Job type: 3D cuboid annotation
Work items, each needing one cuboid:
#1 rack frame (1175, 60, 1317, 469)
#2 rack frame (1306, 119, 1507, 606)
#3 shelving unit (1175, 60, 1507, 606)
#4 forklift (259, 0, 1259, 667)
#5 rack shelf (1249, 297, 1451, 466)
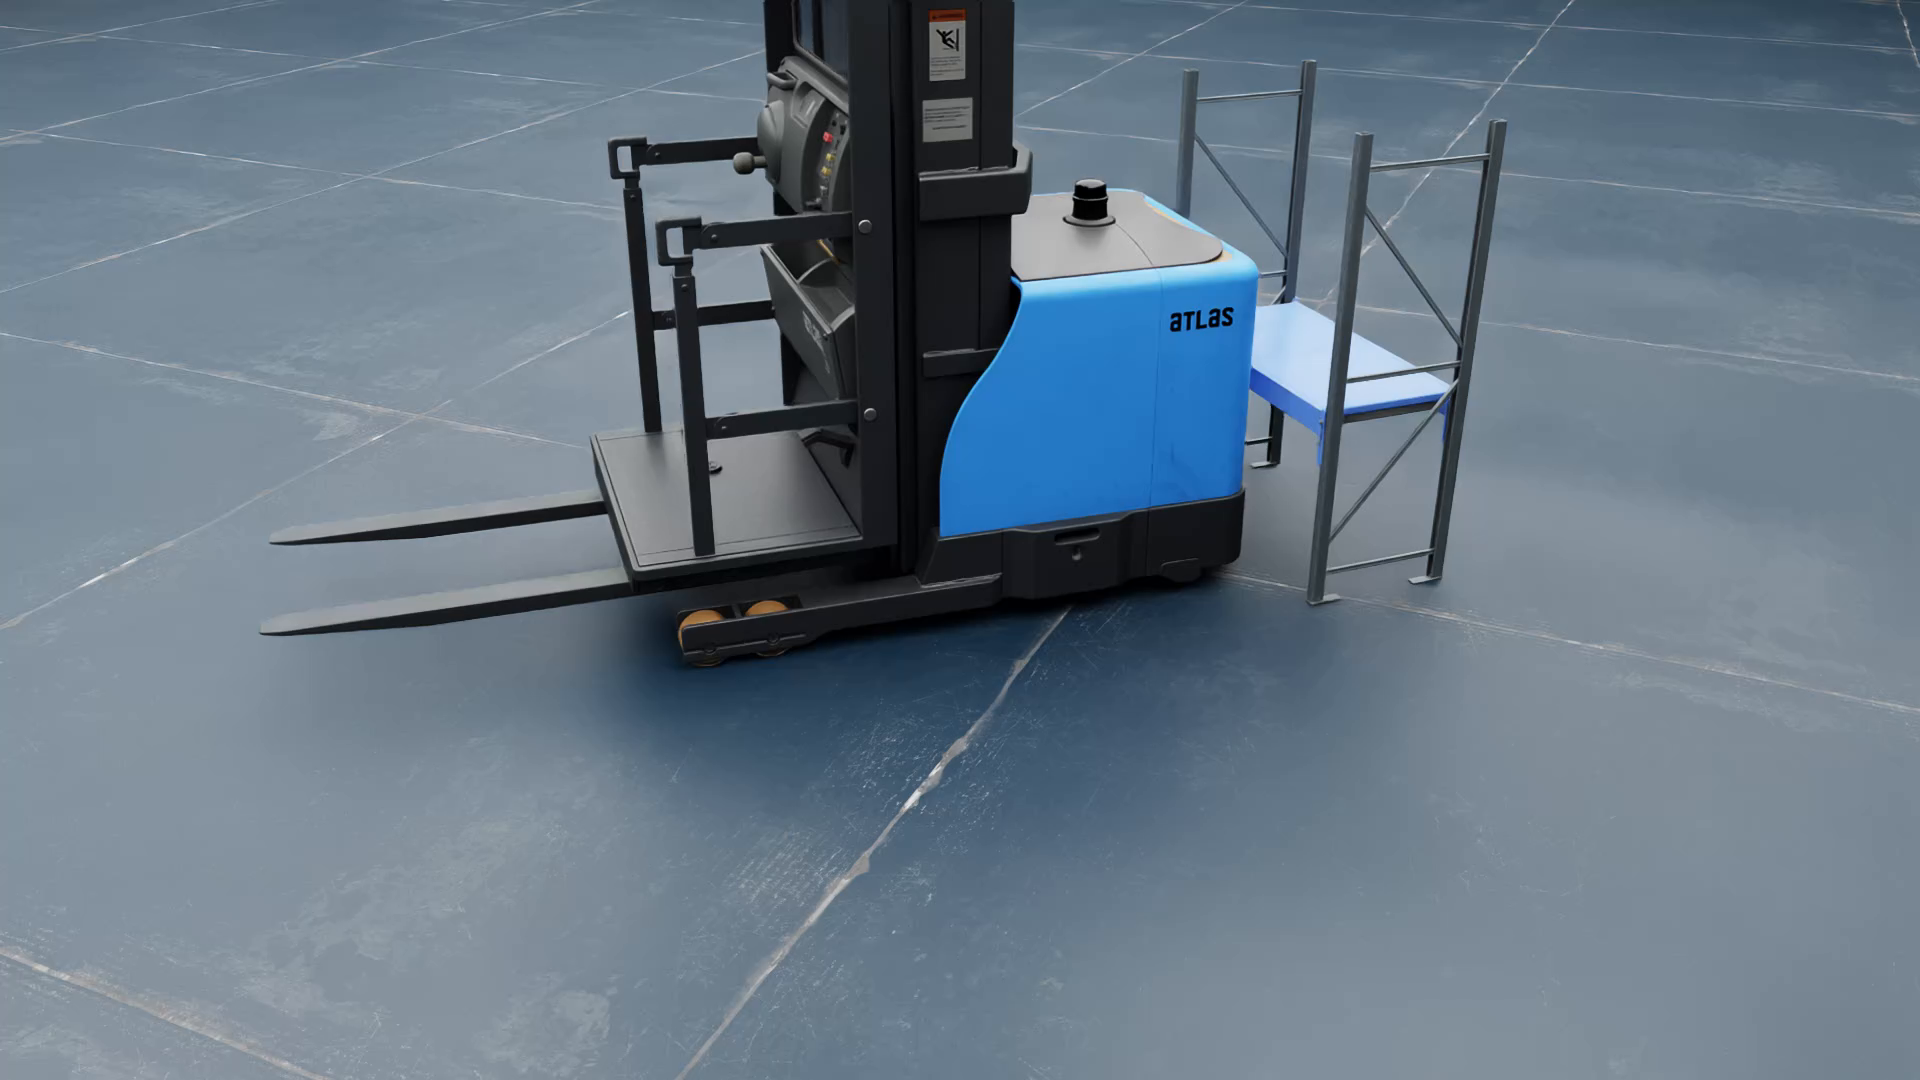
[{"bbox_3d":[0.981,-0.927,5.936,0.500,1.500,0.032,-10,28,-19],"label":"rack frame"},{"bbox_3d":[1.351,-0.509,5.086,0.500,1.500,0.032,-10,28,-19],"label":"rack frame"},{"bbox_3d":[1.166,-0.718,5.511,0.538,1.500,1.048,-10,28,-19],"label":"shelving unit"},{"bbox_3d":[-0.647,-1.197,4.862,3.031,2.935,1.130,-8,27,-16],"label":"forklift"},{"bbox_3d":[1.166,-0.557,5.590,0.538,0.185,1.000,-10,28,-19],"label":"rack shelf"}]
